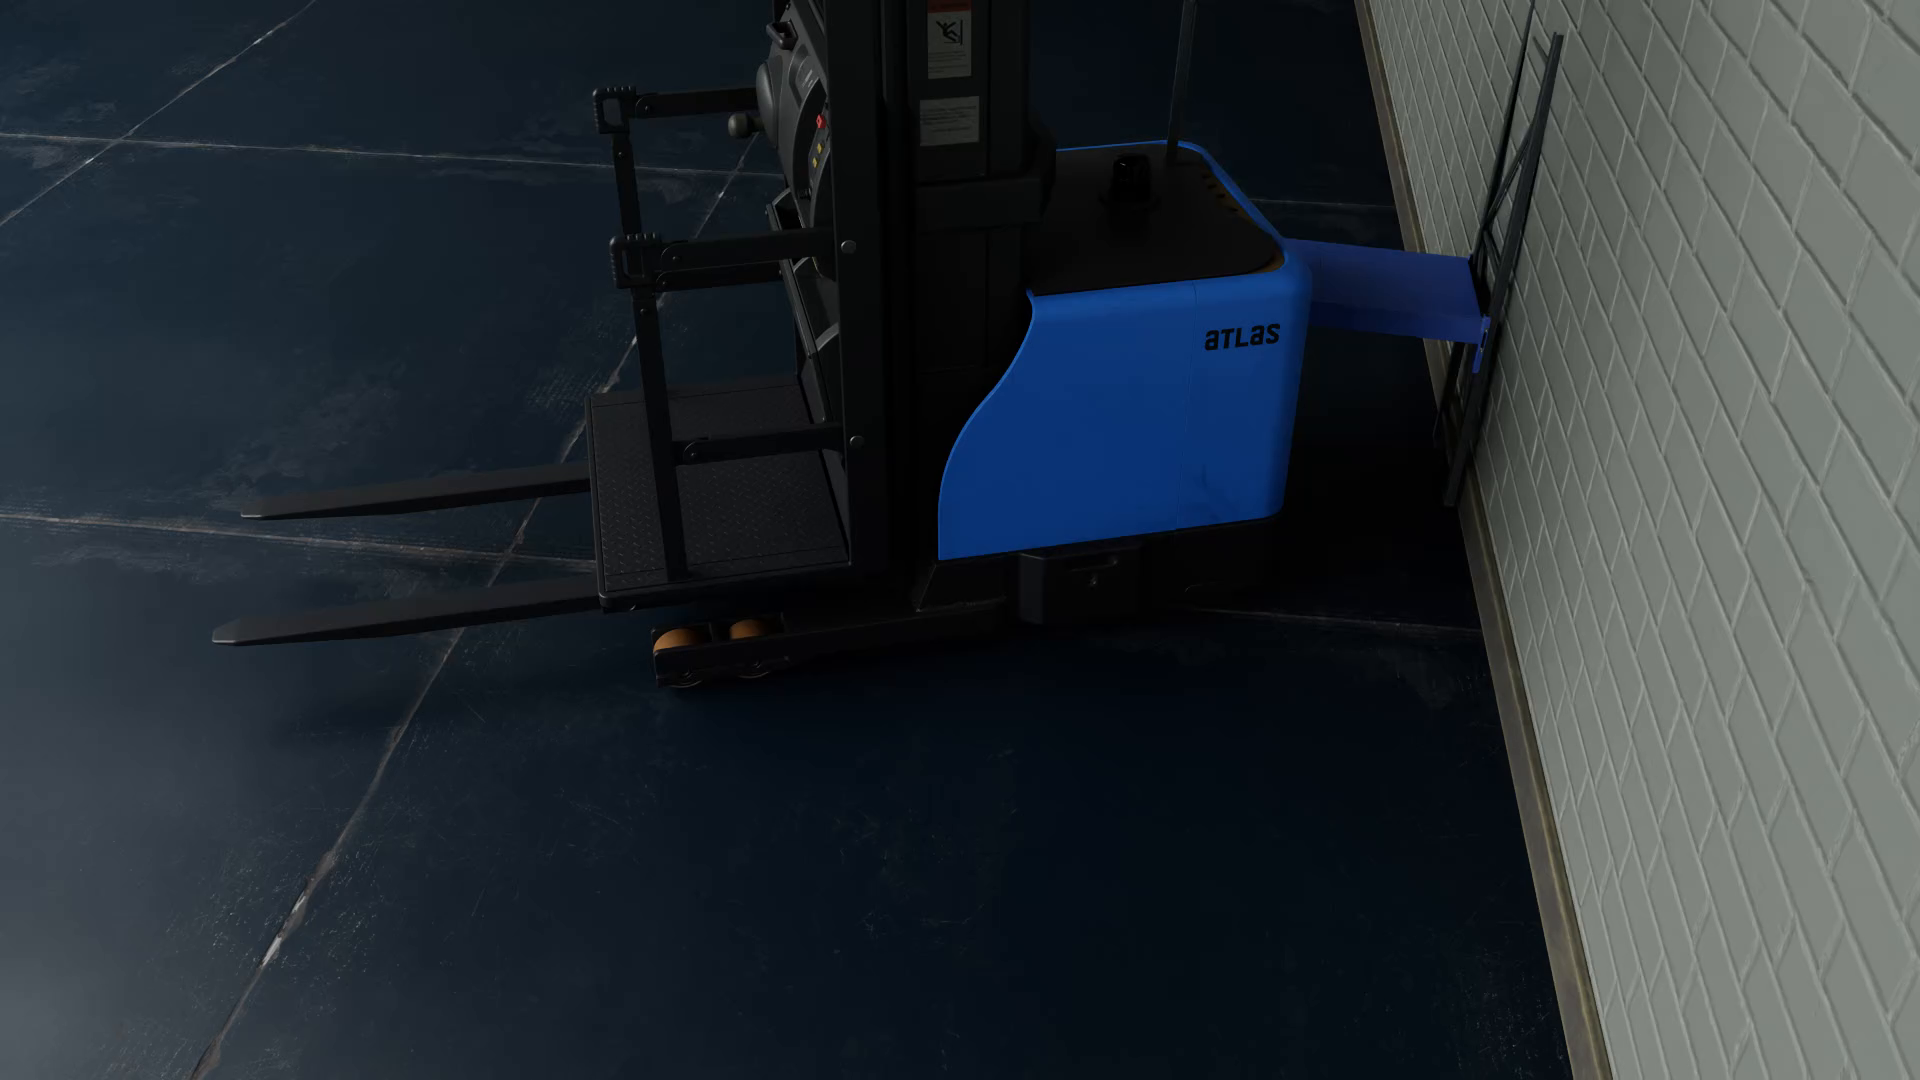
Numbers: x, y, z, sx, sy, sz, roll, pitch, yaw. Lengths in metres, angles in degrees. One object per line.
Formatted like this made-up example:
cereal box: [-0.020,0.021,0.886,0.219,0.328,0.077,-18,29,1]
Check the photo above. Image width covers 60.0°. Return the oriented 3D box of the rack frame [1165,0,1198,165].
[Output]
rack frame: [0.646,-1.002,5.264,0.032,1.500,0.500,7,32,7]

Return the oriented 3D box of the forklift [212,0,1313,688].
forklift: [-0.611,-1.115,4.289,3.031,2.935,1.130,-7,36,-10]

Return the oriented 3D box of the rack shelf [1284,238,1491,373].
rack shelf: [1.138,-0.784,5.302,1.000,0.185,0.538,7,32,7]

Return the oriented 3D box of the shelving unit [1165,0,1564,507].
shelving unit: [1.147,-0.936,5.206,1.048,1.500,0.538,7,32,7]

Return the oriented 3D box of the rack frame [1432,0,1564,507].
rack frame: [1.648,-0.871,5.149,0.032,1.500,0.500,7,32,7]
